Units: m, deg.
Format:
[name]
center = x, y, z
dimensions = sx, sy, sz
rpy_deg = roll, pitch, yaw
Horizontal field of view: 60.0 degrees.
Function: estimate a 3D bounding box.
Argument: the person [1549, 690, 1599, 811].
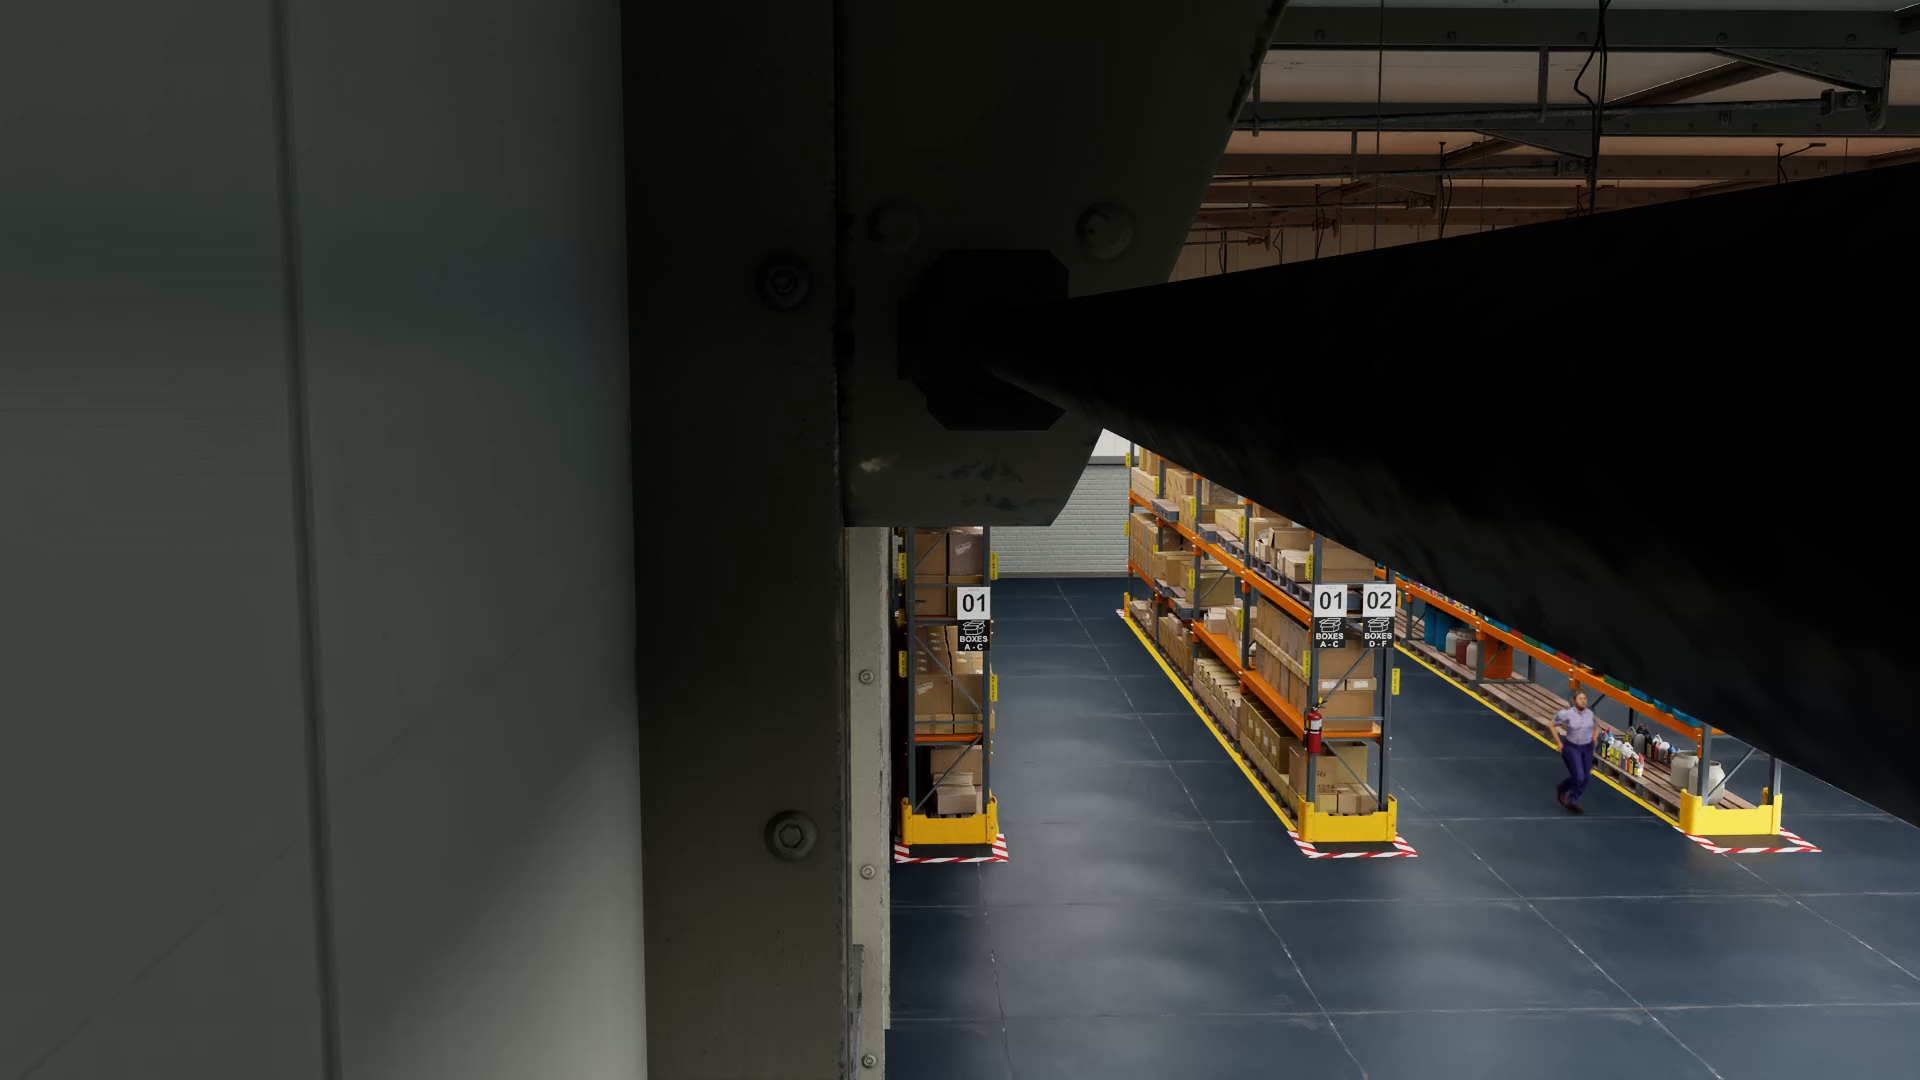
[person]
center = 8.074, 2.770, 21.684
dimensions = 0.606, 1.588, 0.556
rpy_deg = -2, 7, -12
